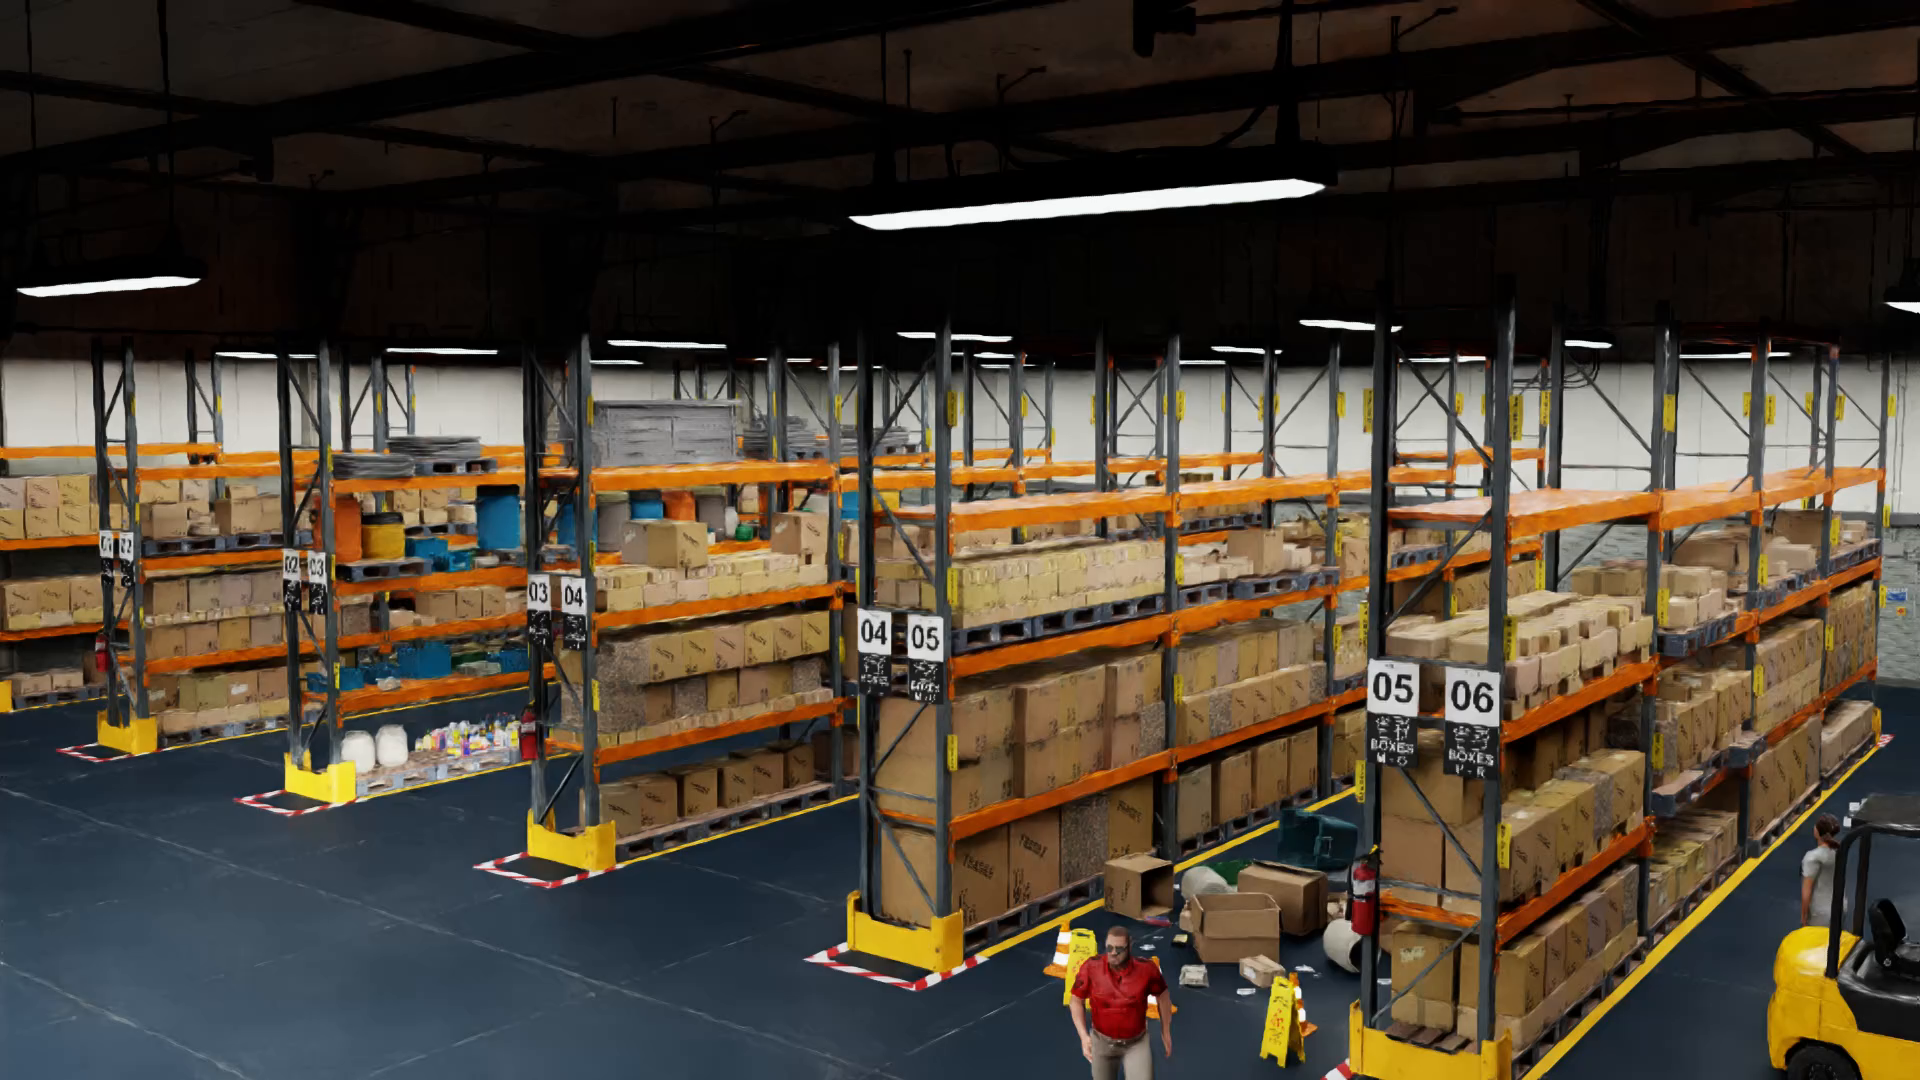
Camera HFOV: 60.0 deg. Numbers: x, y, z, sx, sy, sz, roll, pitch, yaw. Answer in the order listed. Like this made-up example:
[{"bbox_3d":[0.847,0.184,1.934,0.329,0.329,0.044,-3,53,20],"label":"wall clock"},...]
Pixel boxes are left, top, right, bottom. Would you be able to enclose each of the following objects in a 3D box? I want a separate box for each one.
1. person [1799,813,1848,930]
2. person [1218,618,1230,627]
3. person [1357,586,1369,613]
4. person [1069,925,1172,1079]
[{"bbox_3d":[7.186,3.107,13.940,0.487,1.674,0.477,-2,5,-23],"label":"person"},{"bbox_3d":[4.357,2.026,27.155,0.430,1.540,0.948,4,6,36],"label":"person"},{"bbox_3d":[7.319,1.681,29.629,0.645,1.781,0.413,-3,6,-35],"label":"person"},{"bbox_3d":[1.095,3.361,11.126,0.700,1.665,0.815,2,5,17],"label":"person"}]
